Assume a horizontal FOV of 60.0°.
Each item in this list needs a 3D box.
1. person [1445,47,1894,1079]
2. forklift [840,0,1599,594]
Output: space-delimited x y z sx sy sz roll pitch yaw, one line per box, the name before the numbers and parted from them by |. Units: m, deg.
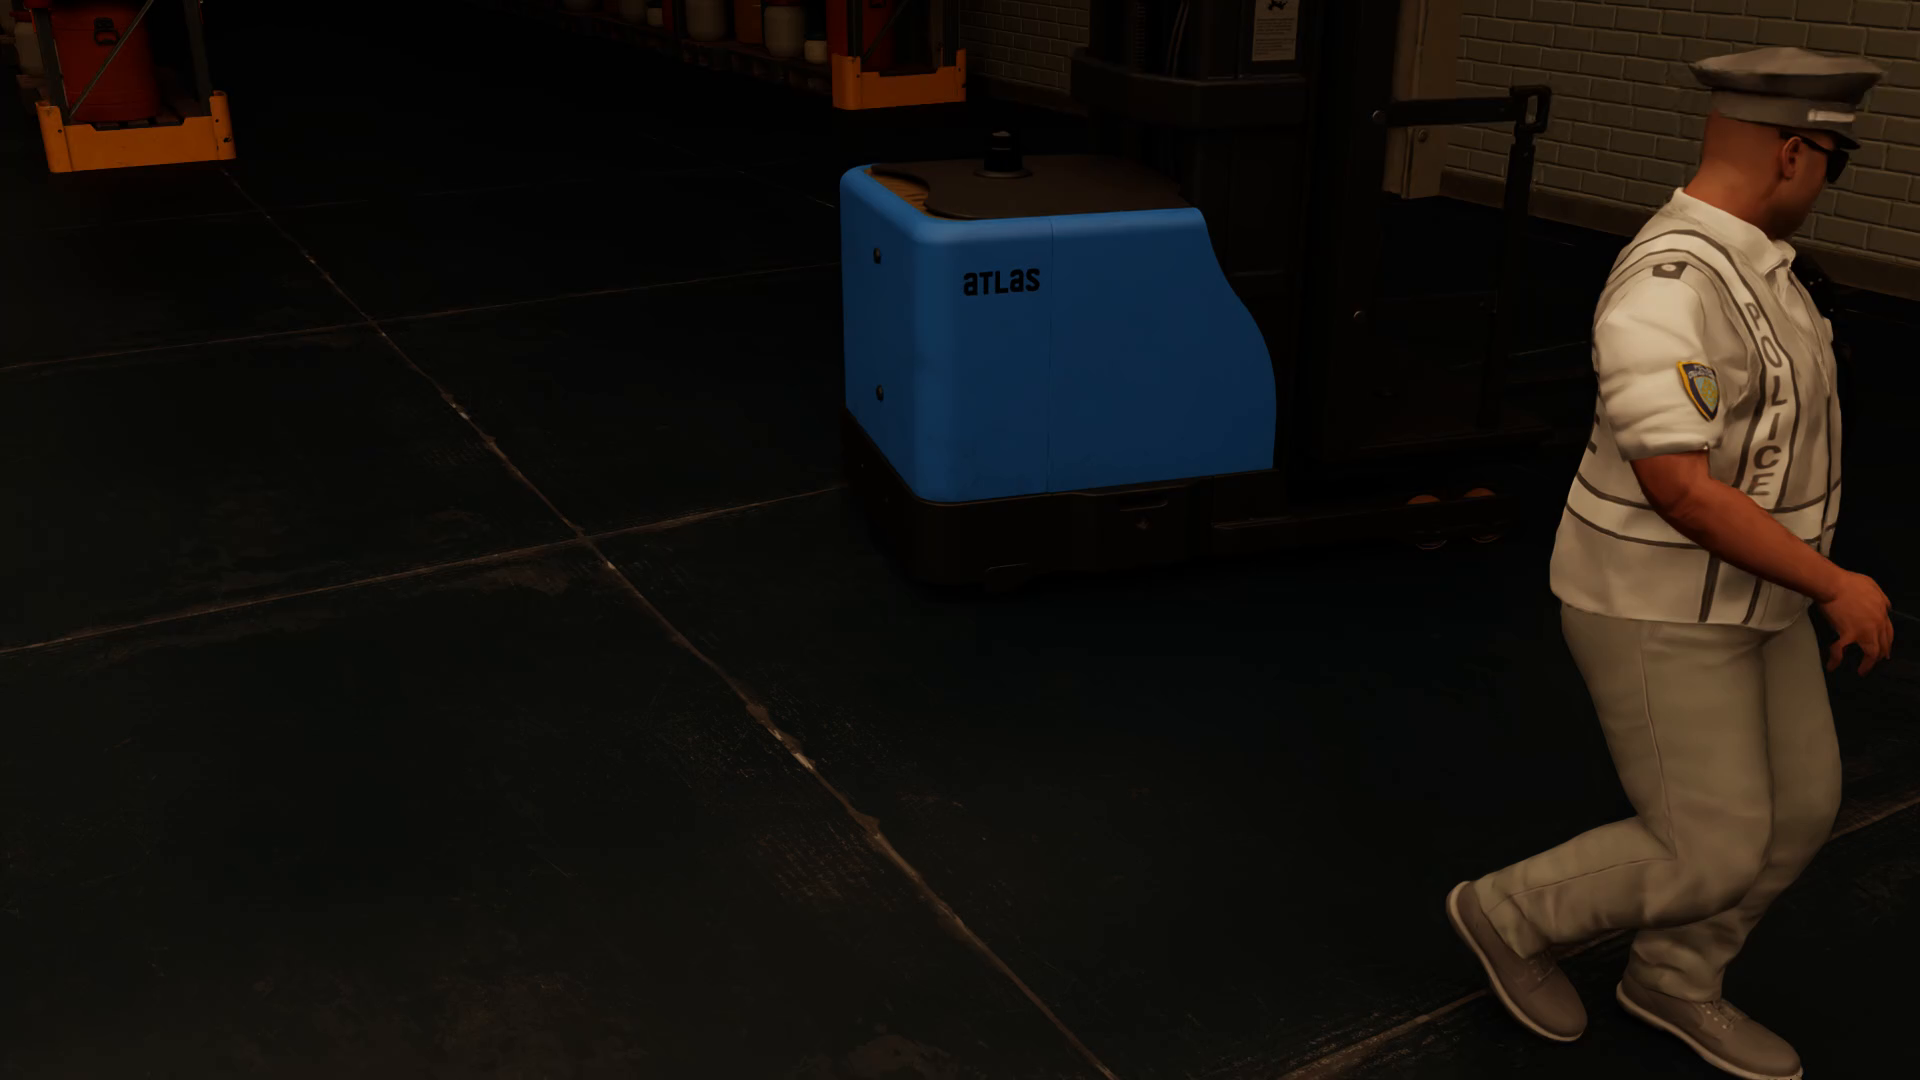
person | 1.236 0.082 2.710 0.728 1.700 0.584 -20 30 -40
forklift | 1.192 -1.510 4.953 3.031 2.935 1.130 -7 23 -16
